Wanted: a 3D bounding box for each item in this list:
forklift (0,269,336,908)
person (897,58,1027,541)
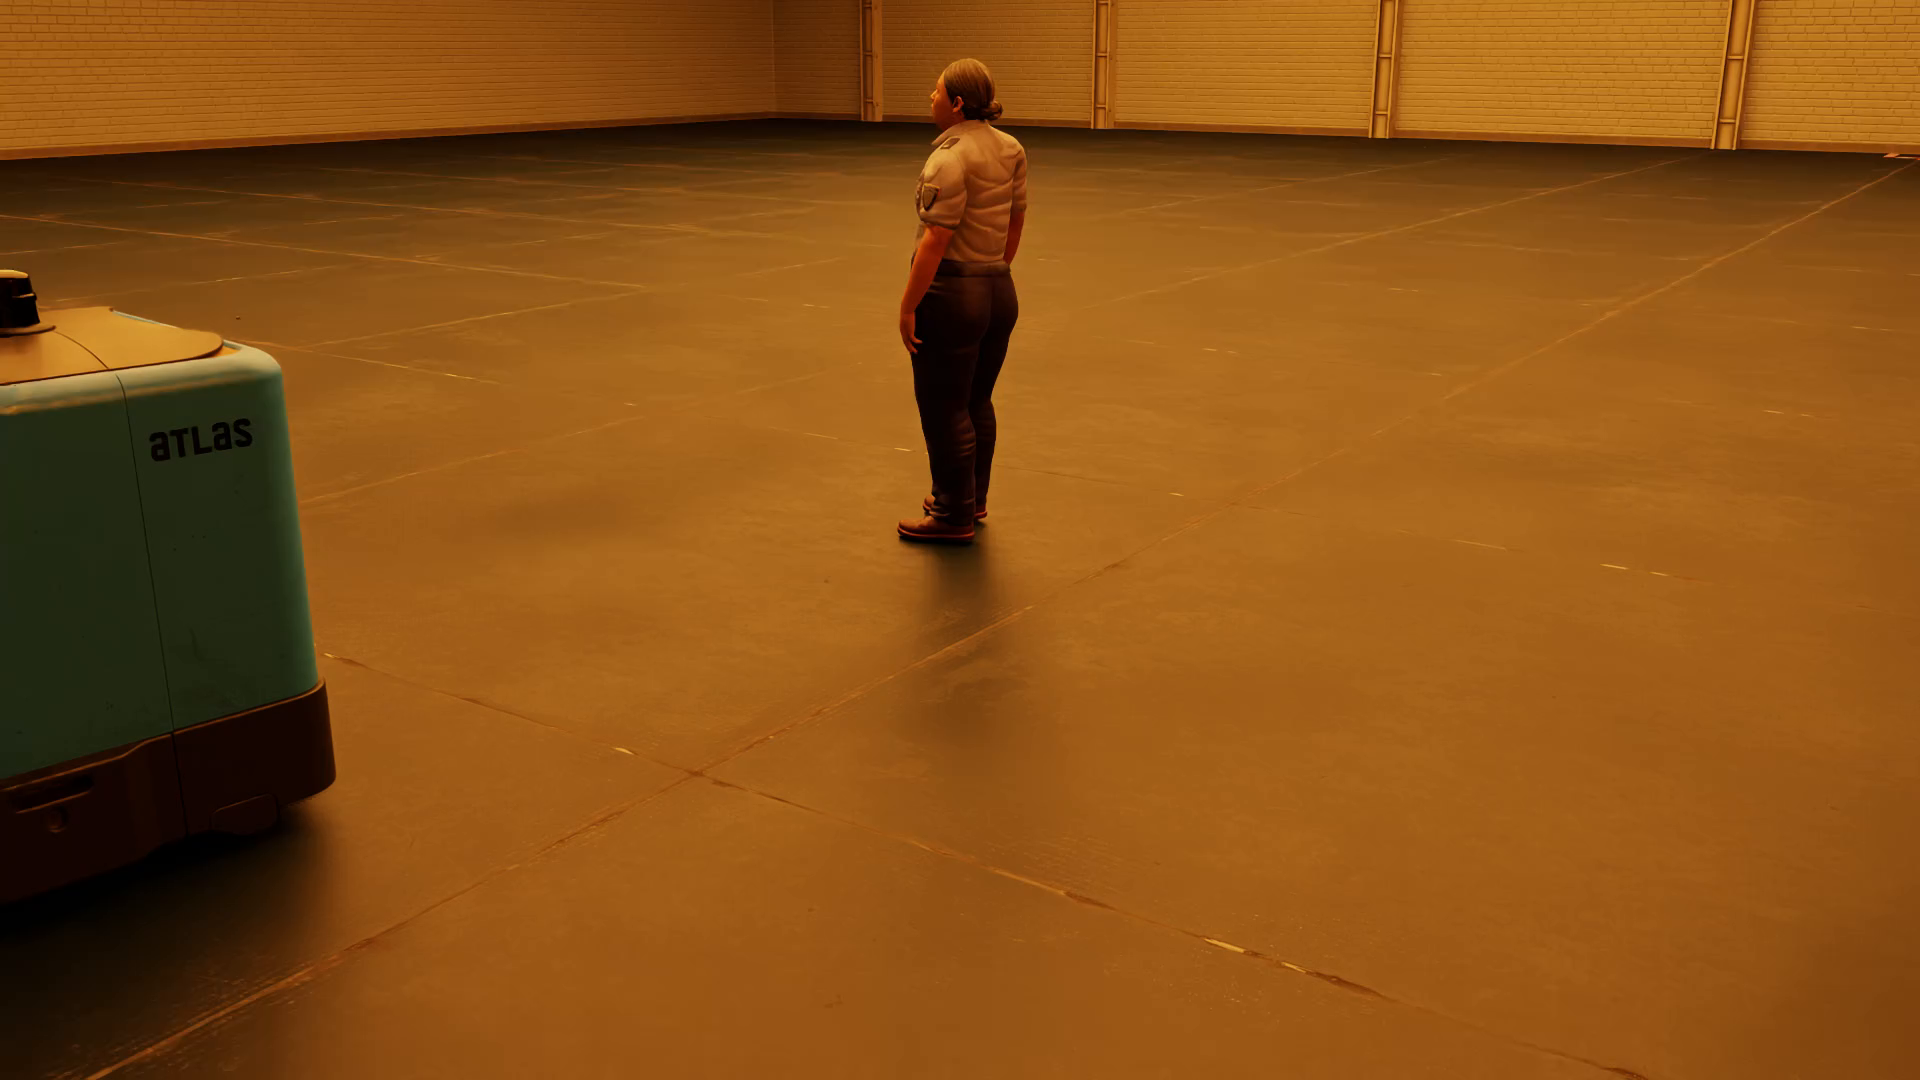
[{"bbox_3d":[-2.816,-0.563,2.716,1.130,2.935,3.031,15,22,41],"label":"forklift"},{"bbox_3d":[-0.061,-0.816,5.776,0.503,1.650,0.599,11,20,33],"label":"person"}]
